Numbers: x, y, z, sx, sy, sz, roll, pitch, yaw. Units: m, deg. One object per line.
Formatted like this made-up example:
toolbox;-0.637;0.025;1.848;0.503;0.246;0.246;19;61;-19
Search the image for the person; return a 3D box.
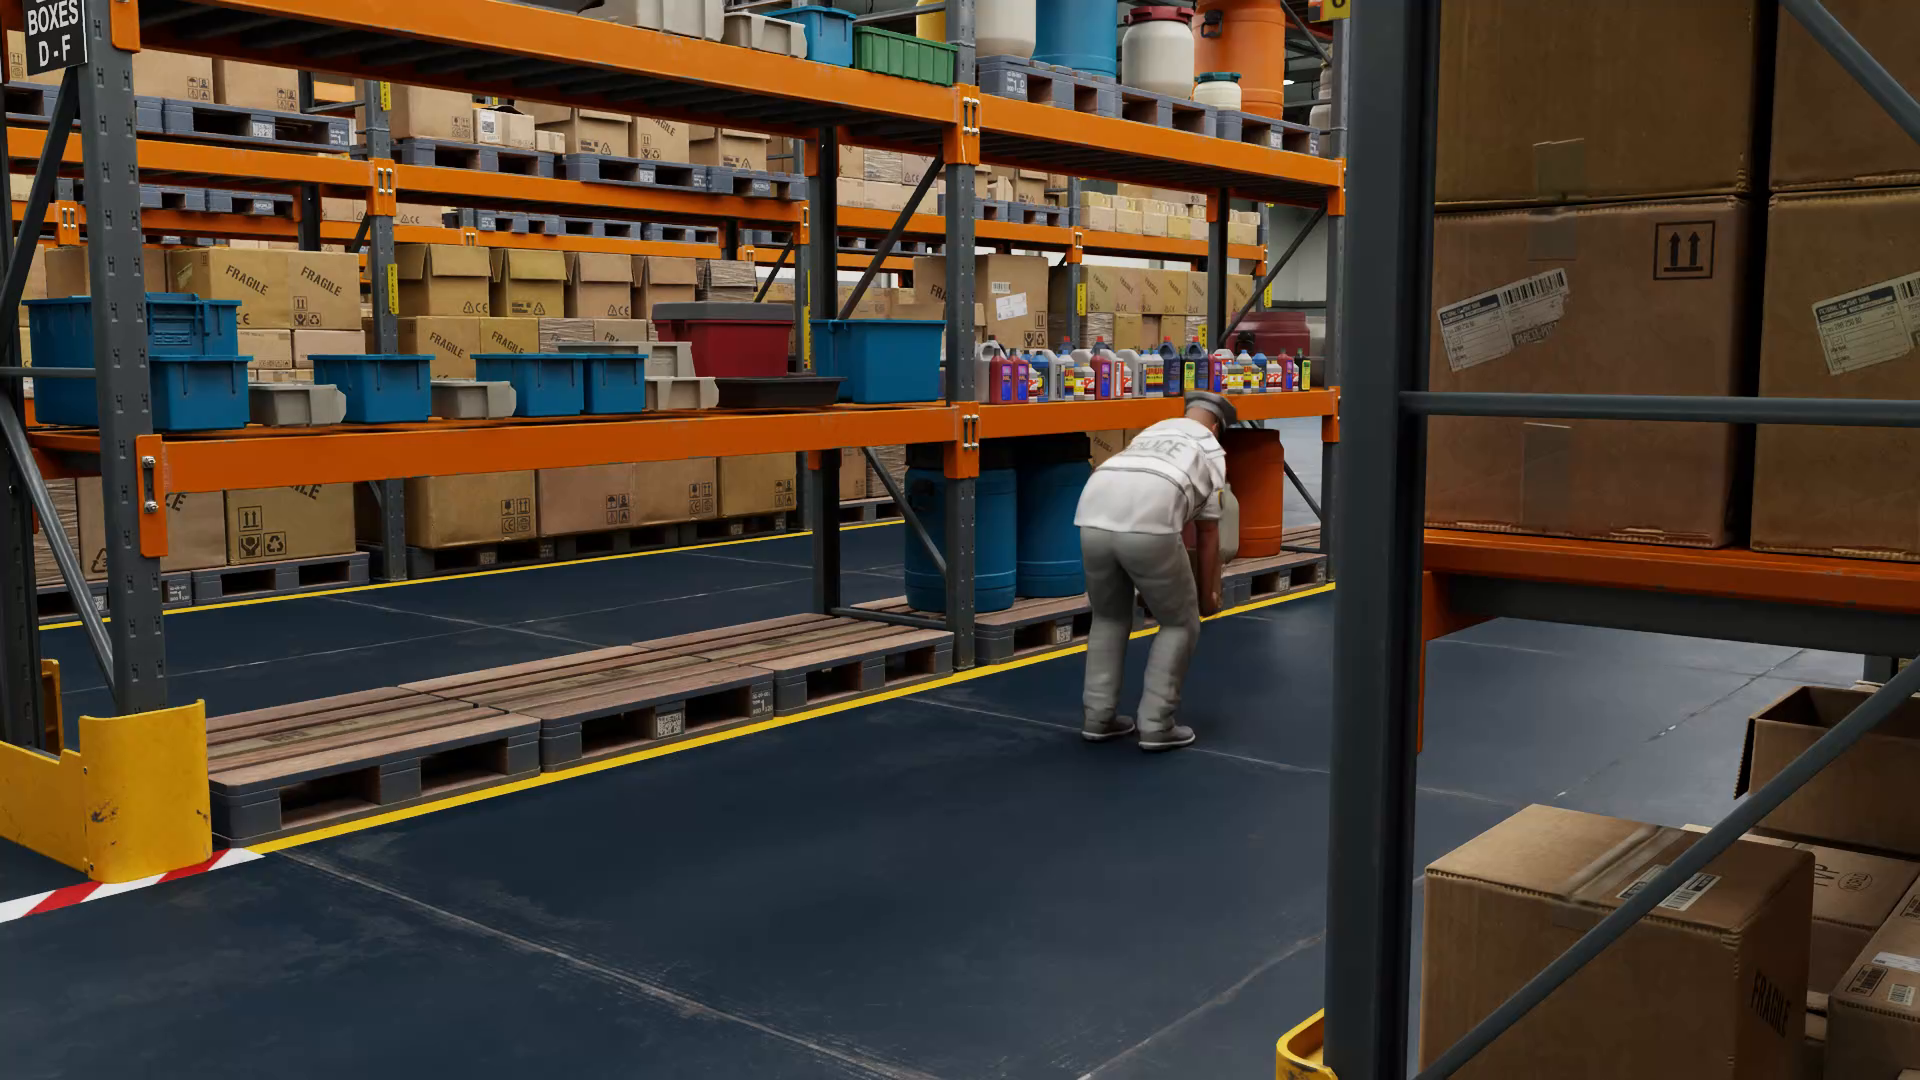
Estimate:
person;0.847;0.100;6.845;0.482;1.412;0.964;5;8;37
